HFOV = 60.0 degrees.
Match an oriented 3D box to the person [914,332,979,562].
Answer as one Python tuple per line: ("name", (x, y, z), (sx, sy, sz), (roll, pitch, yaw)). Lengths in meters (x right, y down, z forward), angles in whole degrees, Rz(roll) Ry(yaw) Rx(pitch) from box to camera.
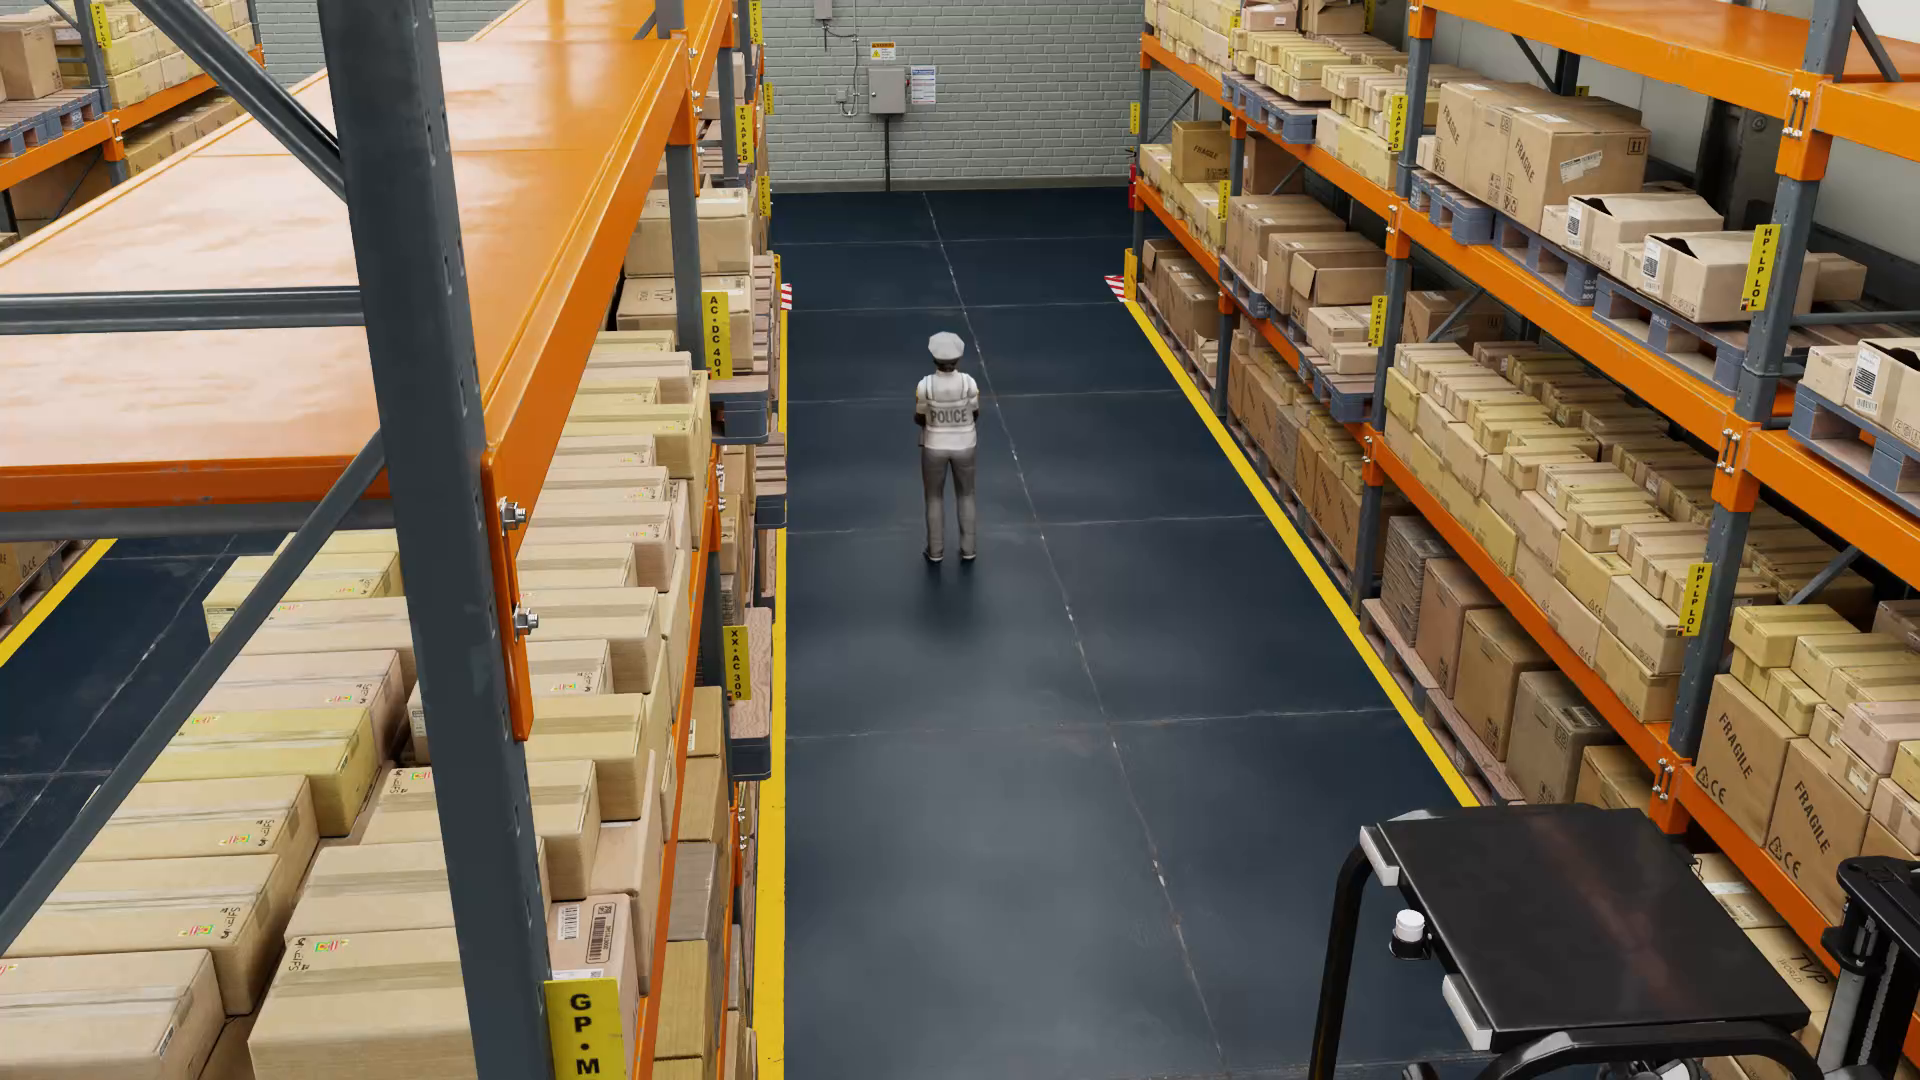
("person", (-0.097, -0.677, 11.793), (0.456, 1.694, 0.528), (-2, 24, -5))
